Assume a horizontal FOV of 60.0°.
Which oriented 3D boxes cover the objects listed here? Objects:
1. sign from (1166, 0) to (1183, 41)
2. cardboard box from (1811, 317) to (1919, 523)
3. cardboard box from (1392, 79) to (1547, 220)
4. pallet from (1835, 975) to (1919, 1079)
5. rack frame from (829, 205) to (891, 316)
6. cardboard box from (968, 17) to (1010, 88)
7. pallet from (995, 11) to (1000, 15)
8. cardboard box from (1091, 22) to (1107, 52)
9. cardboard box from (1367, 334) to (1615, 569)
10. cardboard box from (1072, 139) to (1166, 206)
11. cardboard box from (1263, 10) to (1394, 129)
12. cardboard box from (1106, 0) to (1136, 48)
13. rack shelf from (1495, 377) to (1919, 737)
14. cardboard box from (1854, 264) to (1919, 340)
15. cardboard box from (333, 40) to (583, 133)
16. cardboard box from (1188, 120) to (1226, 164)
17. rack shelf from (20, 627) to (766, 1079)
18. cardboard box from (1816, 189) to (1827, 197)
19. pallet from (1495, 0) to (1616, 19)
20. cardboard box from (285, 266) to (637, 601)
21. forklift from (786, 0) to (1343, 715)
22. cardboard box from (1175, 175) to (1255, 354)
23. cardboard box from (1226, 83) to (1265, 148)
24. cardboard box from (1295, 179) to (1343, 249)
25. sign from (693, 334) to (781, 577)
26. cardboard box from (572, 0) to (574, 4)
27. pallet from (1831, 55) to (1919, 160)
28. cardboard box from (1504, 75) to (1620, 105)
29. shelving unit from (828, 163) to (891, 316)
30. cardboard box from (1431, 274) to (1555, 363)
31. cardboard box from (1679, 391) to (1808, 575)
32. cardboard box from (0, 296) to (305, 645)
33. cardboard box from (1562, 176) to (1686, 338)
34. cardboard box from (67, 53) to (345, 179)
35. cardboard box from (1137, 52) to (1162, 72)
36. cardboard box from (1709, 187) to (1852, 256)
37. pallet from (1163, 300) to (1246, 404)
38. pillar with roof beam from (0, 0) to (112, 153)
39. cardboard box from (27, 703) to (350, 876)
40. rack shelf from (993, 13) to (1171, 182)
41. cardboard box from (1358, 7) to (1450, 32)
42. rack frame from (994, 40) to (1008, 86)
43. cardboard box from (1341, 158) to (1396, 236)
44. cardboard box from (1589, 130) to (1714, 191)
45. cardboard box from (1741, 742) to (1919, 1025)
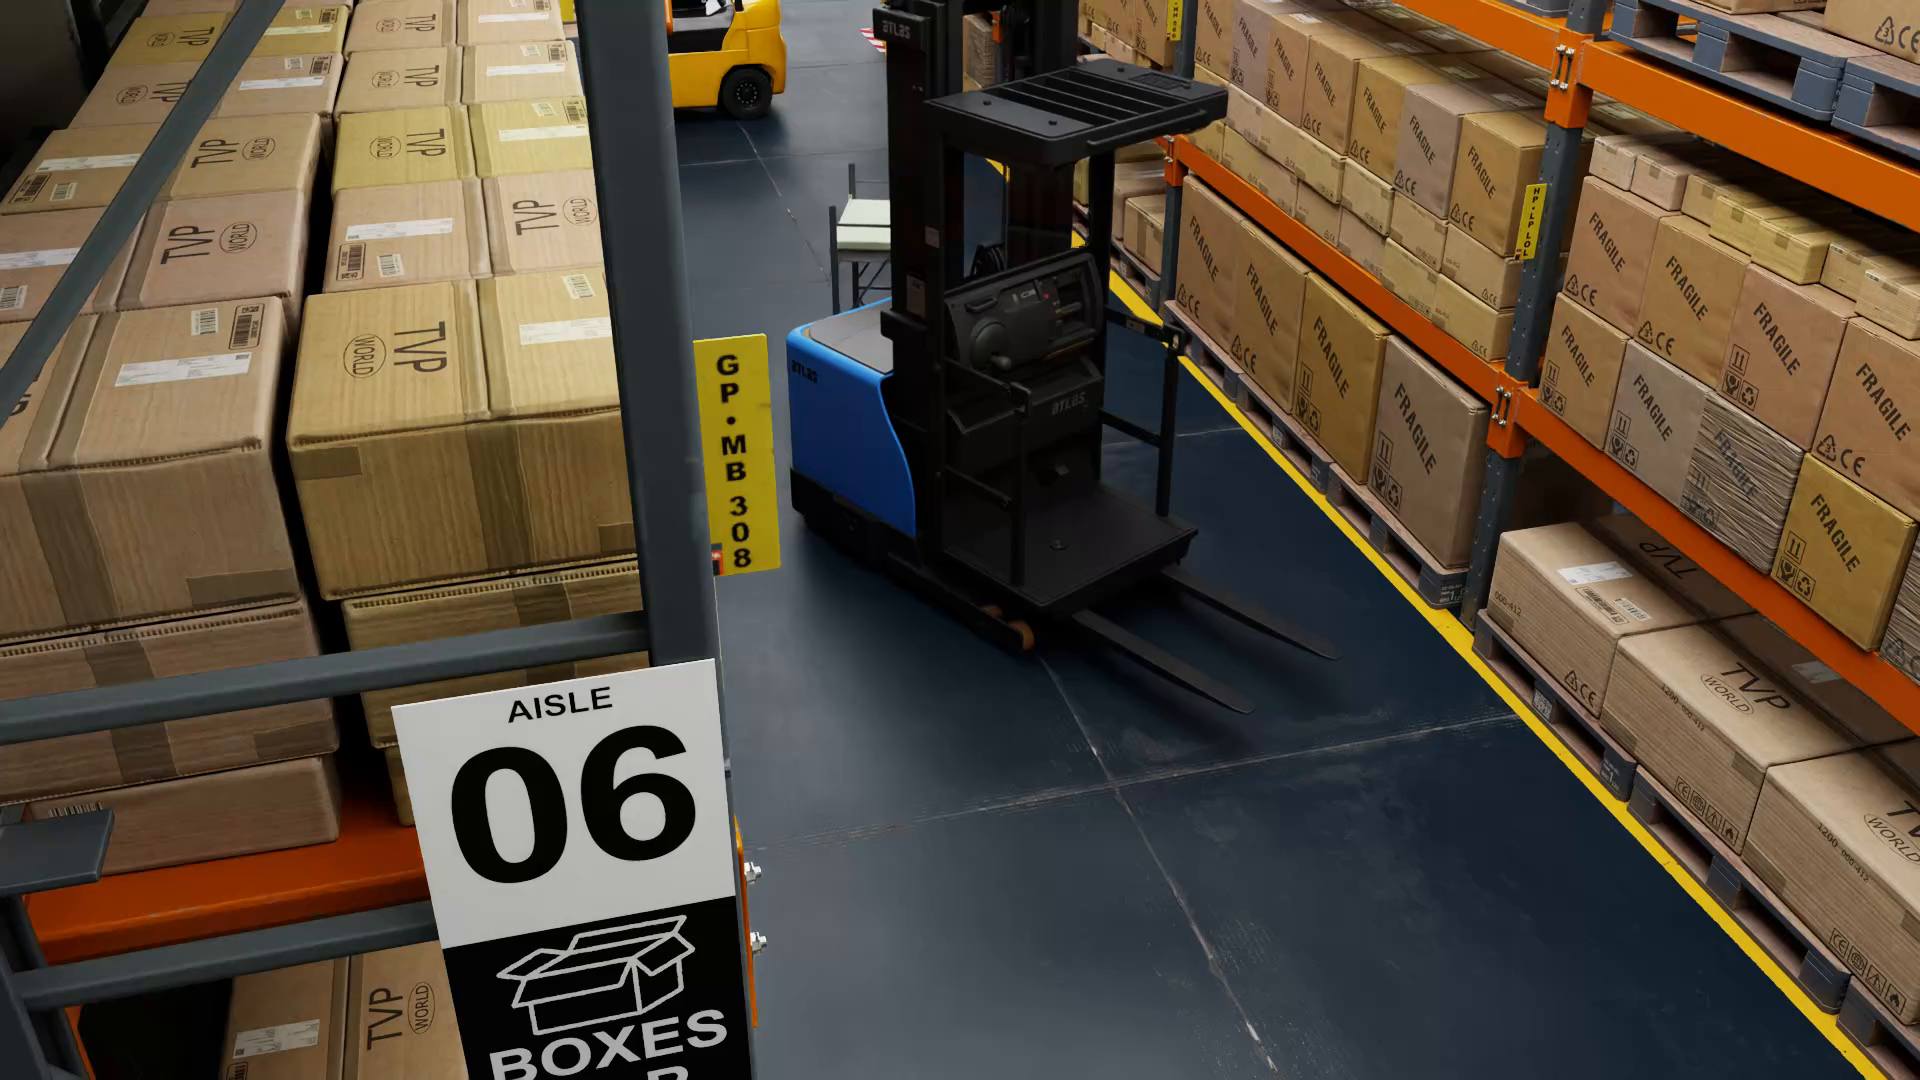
[{"bbox_3d":[1.337,-3.266,10.322,0.100,0.325,0.005,-8,31,-13],"label":"sign"},{"bbox_3d":[3.197,-0.420,5.384,0.500,0.500,0.500,-8,31,-14],"label":"cardboard box"},{"bbox_3d":[2.415,-1.851,7.856,0.500,0.500,0.500,-7,31,-12],"label":"cardboard box"},{"bbox_3d":[3.694,1.819,5.397,1.003,0.211,1.213,-8,31,-13],"label":"pallet"},{"bbox_3d":[-0.495,-1.115,9.179,0.400,1.500,0.023,2,30,4],"label":"rack frame"},{"bbox_3d":[0.381,-4.374,14.890,0.500,0.500,0.500,-8,31,-14],"label":"cardboard box"},{"bbox_3d":[0.859,-4.336,13.439,1.003,0.211,1.213,-8,31,-13],"label":"pallet"},{"bbox_3d":[1.147,-3.565,11.747,0.380,0.149,0.250,-7,31,-12],"label":"cardboard box"},{"bbox_3d":[2.678,-0.495,8.313,0.875,0.875,0.875,-7,31,-12],"label":"cardboard box"},{"bbox_3d":[1.318,-2.917,12.999,0.950,0.372,0.625,-7,31,-12],"label":"cardboard box"},{"bbox_3d":[2.017,-2.591,9.134,0.500,0.500,0.500,-7,31,-12],"label":"cardboard box"},{"bbox_3d":[1.322,-3.661,11.264,0.500,0.500,0.500,-8,31,-14],"label":"cardboard box"},{"bbox_3d":[3.451,0.333,5.898,1.077,0.370,4.000,-8,31,-13],"label":"rack shelf"},{"bbox_3d":[3.139,-0.776,5.351,0.380,0.149,0.250,-8,31,-13],"label":"cardboard box"},{"bbox_3d":[-1.087,-0.910,3.688,0.500,0.250,0.500,-7,31,-12],"label":"cardboard box"},{"bbox_3d":[1.745,-2.541,10.296,0.500,0.250,0.500,-8,31,-14],"label":"cardboard box"},{"bbox_3d":[-1.334,-0.303,4.003,1.077,0.370,4.000,-8,31,-13],"label":"rack shelf"},{"bbox_3d":[3.330,-1.331,6.310,0.380,0.149,0.250,-8,31,-13],"label":"cardboard box"},{"bbox_3d":[2.629,-2.596,7.437,0.805,0.209,1.217,-9,31,-15],"label":"pallet"},{"bbox_3d":[-0.679,-0.177,2.420,0.500,0.250,0.500,-8,31,-14],"label":"cardboard box"},{"bbox_3d":[0.454,-1.015,7.577,1.130,2.935,3.031,-24,38,-35],"label":"forklift"},{"bbox_3d":[1.961,-1.794,10.556,0.875,0.875,0.875,-8,31,-14],"label":"cardboard box"},{"bbox_3d":[1.891,-2.500,9.726,0.500,0.250,0.500,-7,31,-12],"label":"cardboard box"},{"bbox_3d":[2.167,-1.804,9.021,0.500,0.250,0.500,-8,31,-13],"label":"cardboard box"},{"bbox_3d":[-0.280,-0.099,2.060,0.100,0.325,0.005,-8,31,-13],"label":"sign"},{"bbox_3d":[-1.596,-2.024,5.989,0.380,0.149,0.250,-8,31,-13],"label":"cardboard box"},{"bbox_3d":[3.447,-1.219,4.956,1.003,0.211,1.213,-8,31,-13],"label":"pallet"},{"bbox_3d":[2.918,-1.913,7.963,0.500,0.500,0.500,-8,31,-14],"label":"cardboard box"},{"bbox_3d":[-0.464,-1.298,9.495,0.431,1.500,0.755,2,30,4],"label":"shelving unit"},{"bbox_3d":[2.558,-1.062,7.741,0.500,0.250,0.500,-9,31,-14],"label":"cardboard box"},{"bbox_3d":[3.047,-0.241,6.073,0.500,0.500,0.500,-8,31,-13],"label":"cardboard box"},{"bbox_3d":[-1.190,-0.106,2.299,0.500,0.250,0.500,-9,31,-15],"label":"cardboard box"},{"bbox_3d":[2.813,-1.158,6.658,0.500,0.500,0.500,-8,31,-13],"label":"cardboard box"},{"bbox_3d":[-1.581,-0.850,3.584,0.500,0.250,0.500,-8,31,-13],"label":"cardboard box"},{"bbox_3d":[1.403,-3.196,11.109,0.380,0.149,0.250,-7,31,-13],"label":"cardboard box"},{"bbox_3d":[2.952,-1.146,5.991,0.380,0.149,0.250,-8,31,-14],"label":"cardboard box"},{"bbox_3d":[1.995,-1.278,10.748,1.003,0.211,1.213,-8,31,-13],"label":"pallet"},{"bbox_3d":[1.601,-2.995,4.942,9.100,9.000,0.400,-8,31,-13],"label":"pillar with roof beam"},{"bbox_3d":[-1.111,0.336,2.431,0.380,0.149,0.250,-7,31,-12],"label":"cardboard box"},{"bbox_3d":[1.327,-3.531,12.574,1.077,0.370,4.000,-8,31,-13],"label":"rack shelf"},{"bbox_3d":[2.517,-2.650,9.236,0.500,0.500,0.500,-8,31,-13],"label":"cardboard box"},{"bbox_3d":[0.796,-4.808,14.062,1.000,3.000,0.127,-8,31,-13],"label":"rack frame"},{"bbox_3d":[2.285,-1.766,8.457,0.500,0.250,0.500,-7,31,-12],"label":"cardboard box"},{"bbox_3d":[2.753,-1.514,6.626,0.380,0.149,0.250,-8,31,-14],"label":"cardboard box"},{"bbox_3d":[3.459,1.169,5.875,0.875,0.438,0.875,-7,31,-12],"label":"cardboard box"}]
